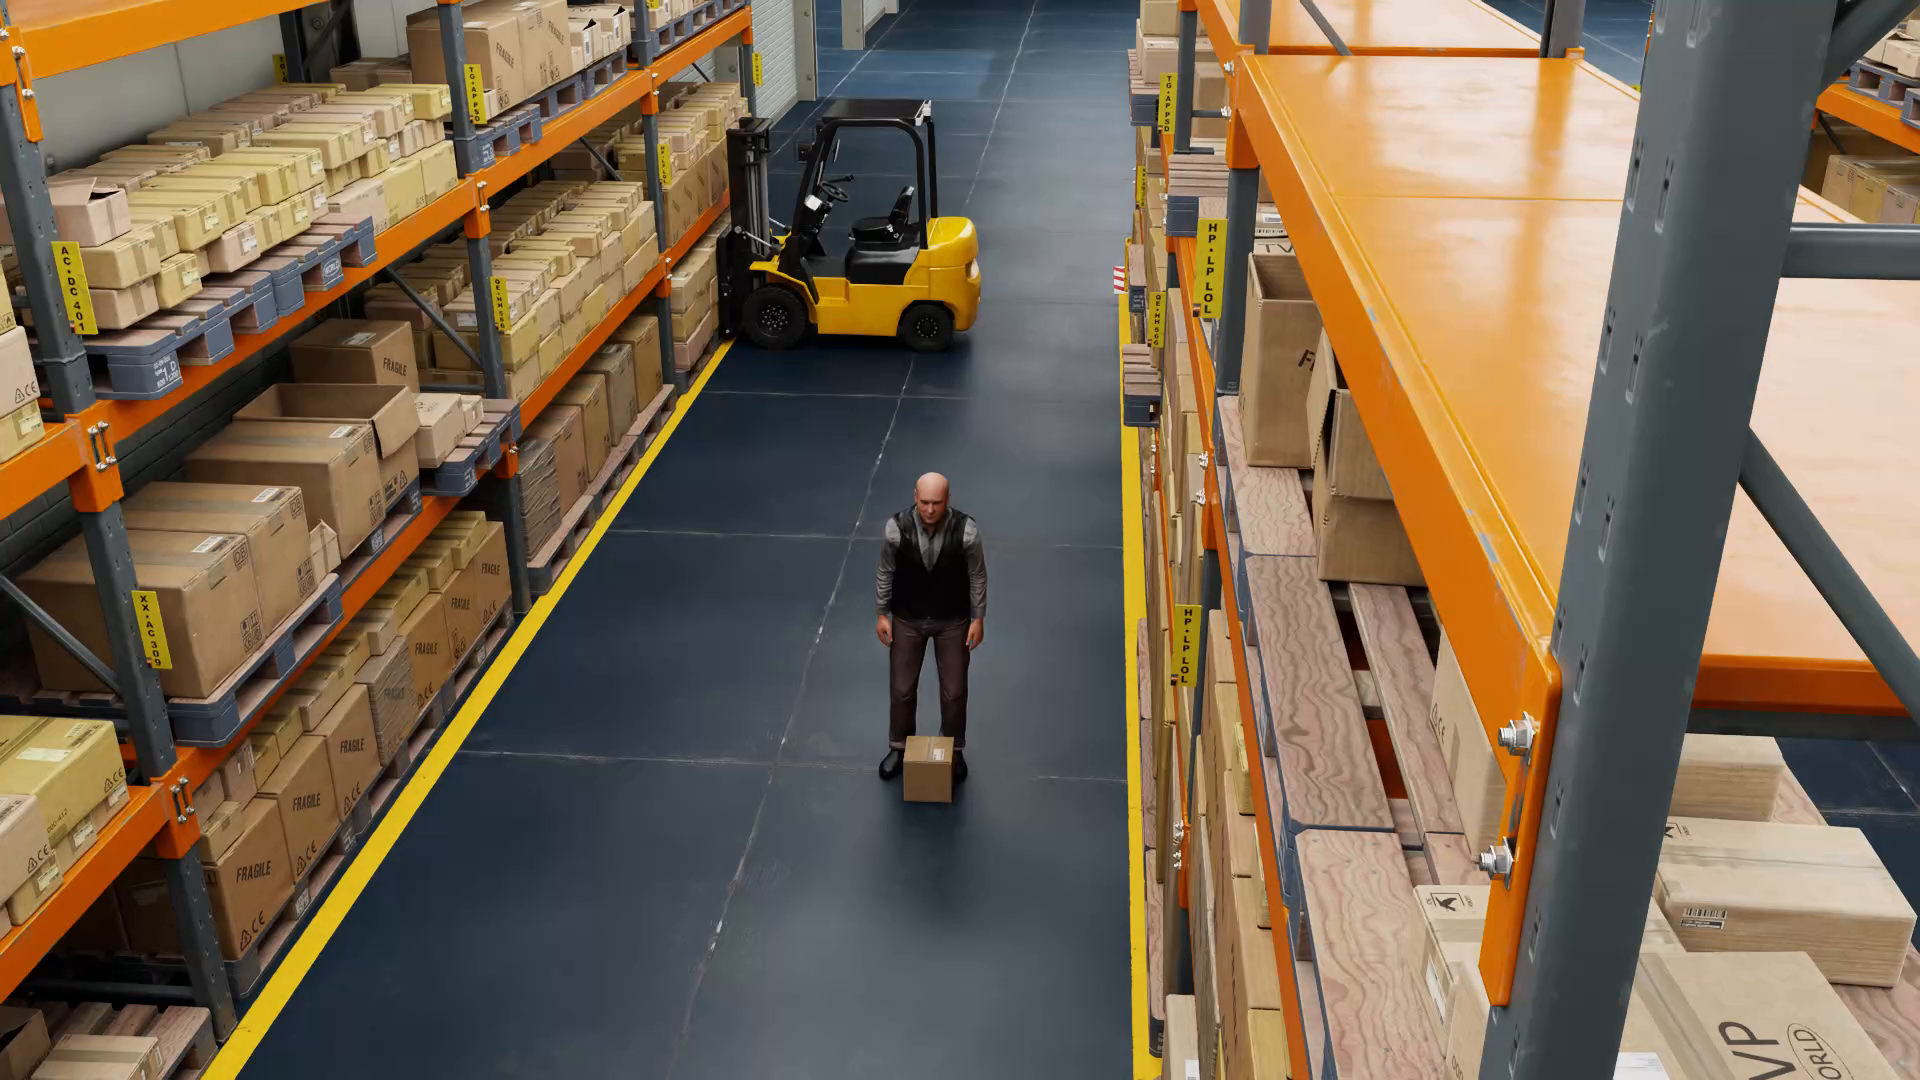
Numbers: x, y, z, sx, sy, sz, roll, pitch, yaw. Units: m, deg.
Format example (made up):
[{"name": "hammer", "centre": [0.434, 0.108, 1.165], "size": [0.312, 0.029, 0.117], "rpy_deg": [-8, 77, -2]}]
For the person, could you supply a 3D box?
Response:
[{"name": "person", "centre": [-0.150, 0.421, 8.704], "size": [0.581, 1.721, 0.413], "rpy_deg": [2, 24, 4]}]
